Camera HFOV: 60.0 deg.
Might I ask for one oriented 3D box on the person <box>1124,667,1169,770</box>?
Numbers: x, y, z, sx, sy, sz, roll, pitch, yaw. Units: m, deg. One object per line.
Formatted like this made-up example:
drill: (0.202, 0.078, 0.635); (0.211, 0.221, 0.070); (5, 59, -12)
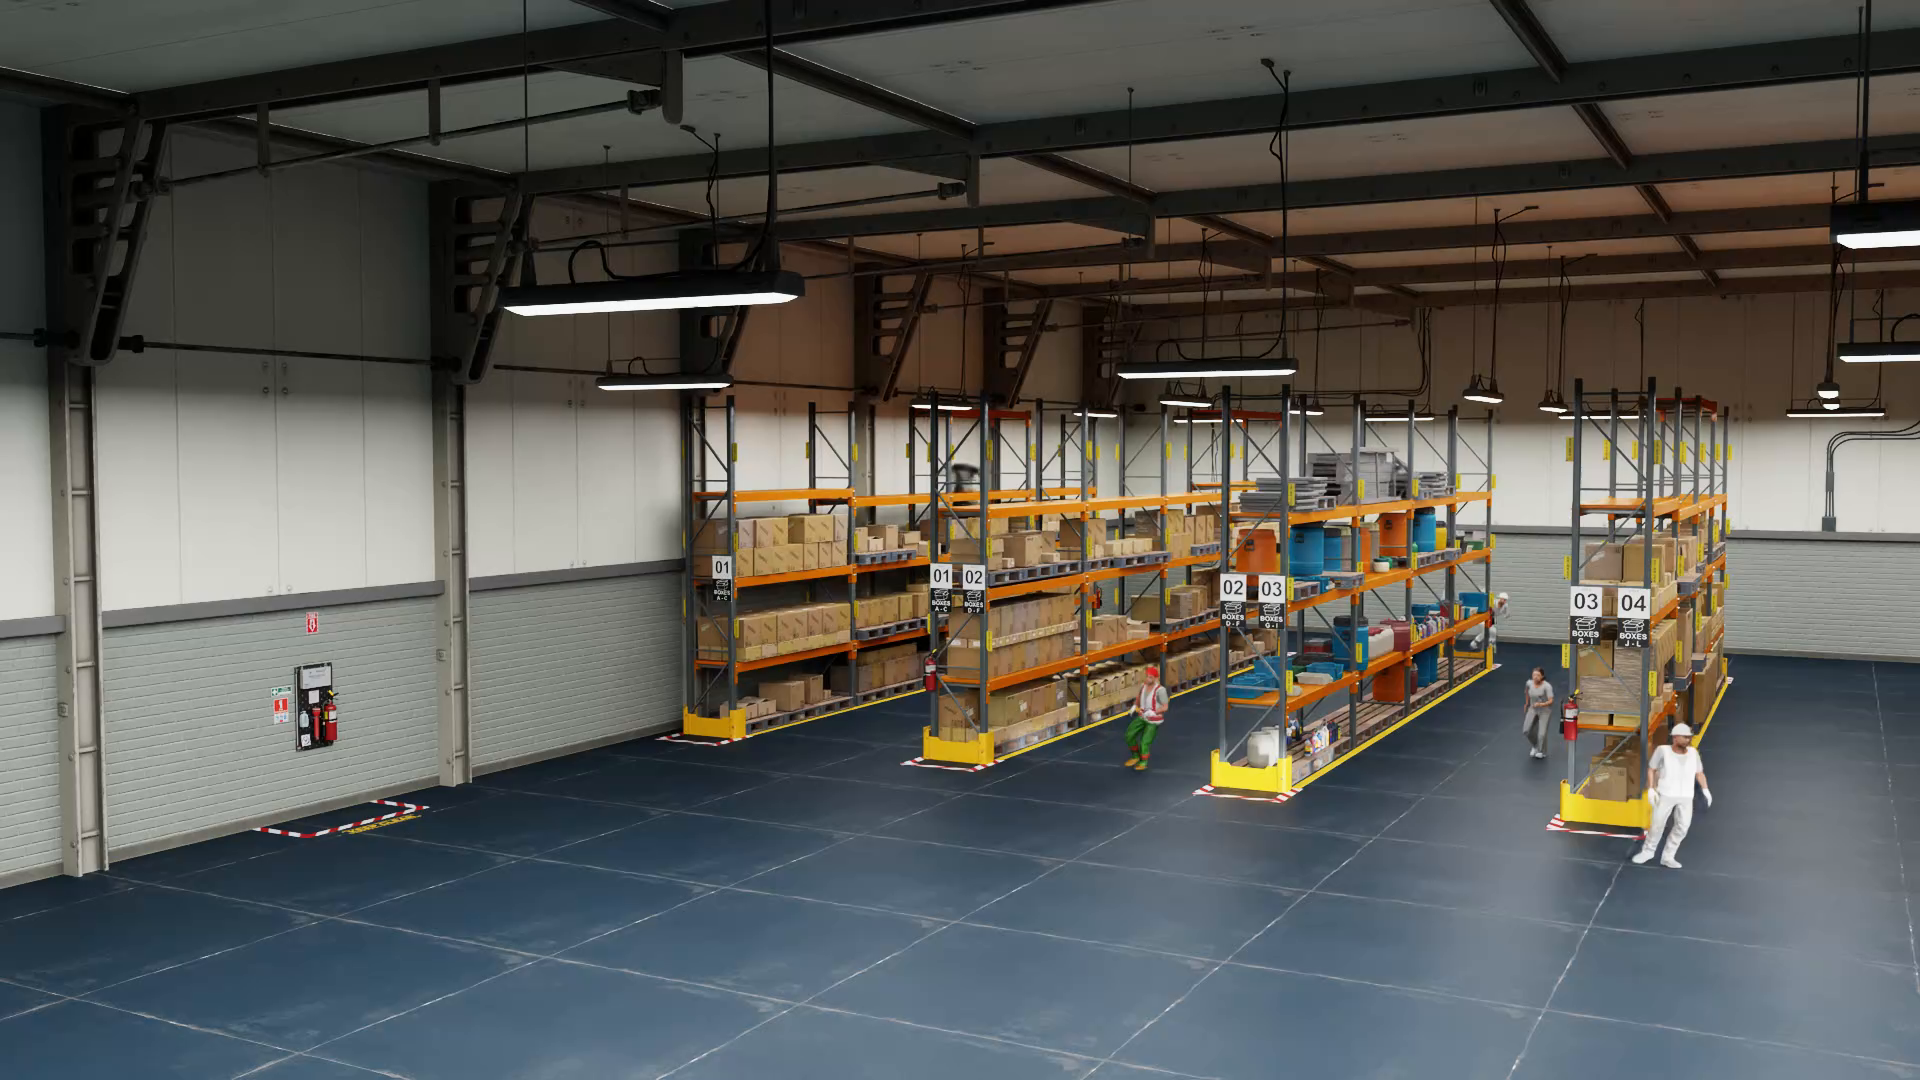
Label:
person: (2.875, 2.798, 25.937); (0.861, 1.667, 0.696); (2, 4, 36)

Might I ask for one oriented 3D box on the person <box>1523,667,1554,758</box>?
person: (9.412, 2.813, 27.082); (0.558, 1.537, 0.839); (2, 4, 36)

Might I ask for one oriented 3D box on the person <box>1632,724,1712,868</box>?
person: (8.533, 3.075, 19.926); (0.784, 1.750, 0.596); (0, 3, -2)

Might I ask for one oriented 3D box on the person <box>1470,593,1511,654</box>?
person: (13.260, 2.056, 41.584); (0.664, 1.545, 1.174); (-1, 3, -25)
